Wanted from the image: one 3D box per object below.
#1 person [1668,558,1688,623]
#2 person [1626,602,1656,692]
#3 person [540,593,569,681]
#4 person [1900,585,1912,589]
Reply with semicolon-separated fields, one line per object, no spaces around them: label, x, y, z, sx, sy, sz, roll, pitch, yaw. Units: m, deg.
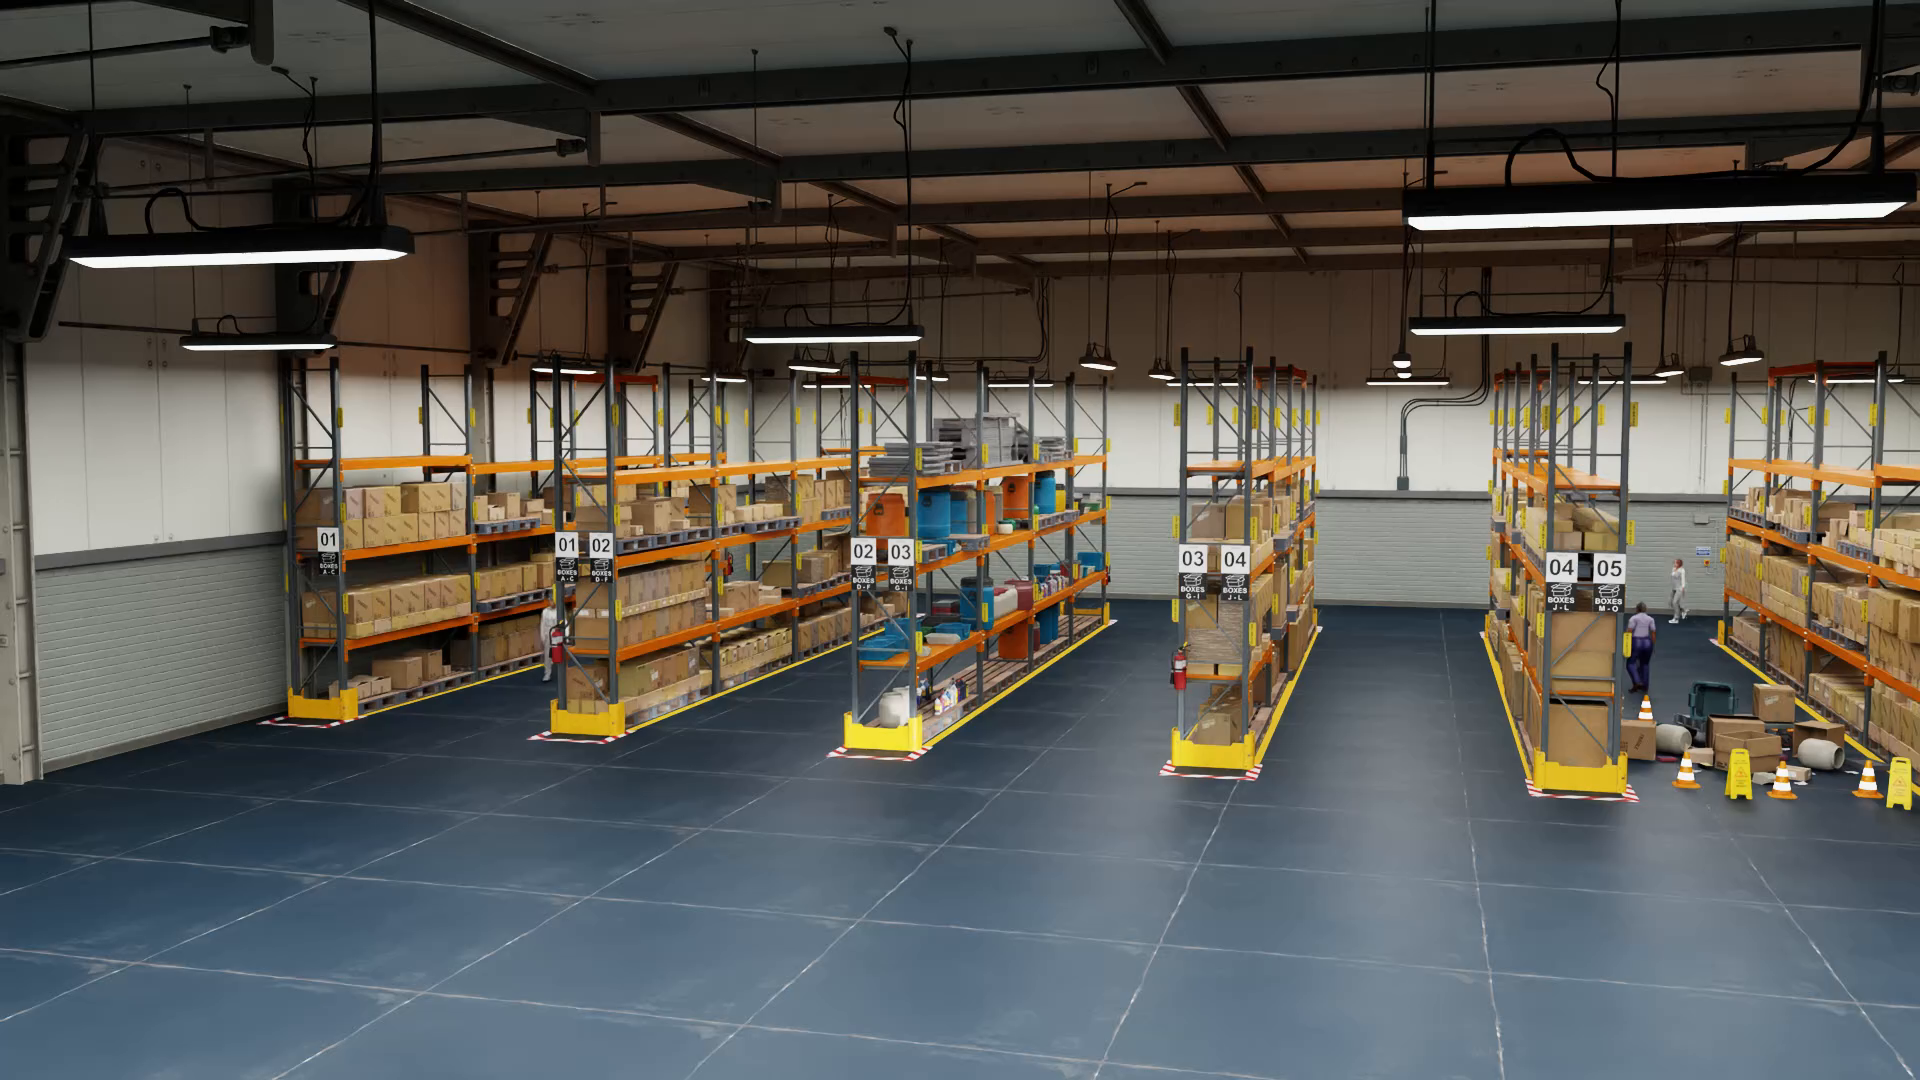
person;17.500;1.227;40.461;0.607;1.573;0.434;-1;4;-15
person;12.486;1.976;30.437;0.541;1.623;0.562;0;4;-1
person;-7.749;1.824;31.825;0.582;1.636;1.004;0;4;0
person;21.762;1.318;38.317;1.023;1.723;0.539;0;4;-1
